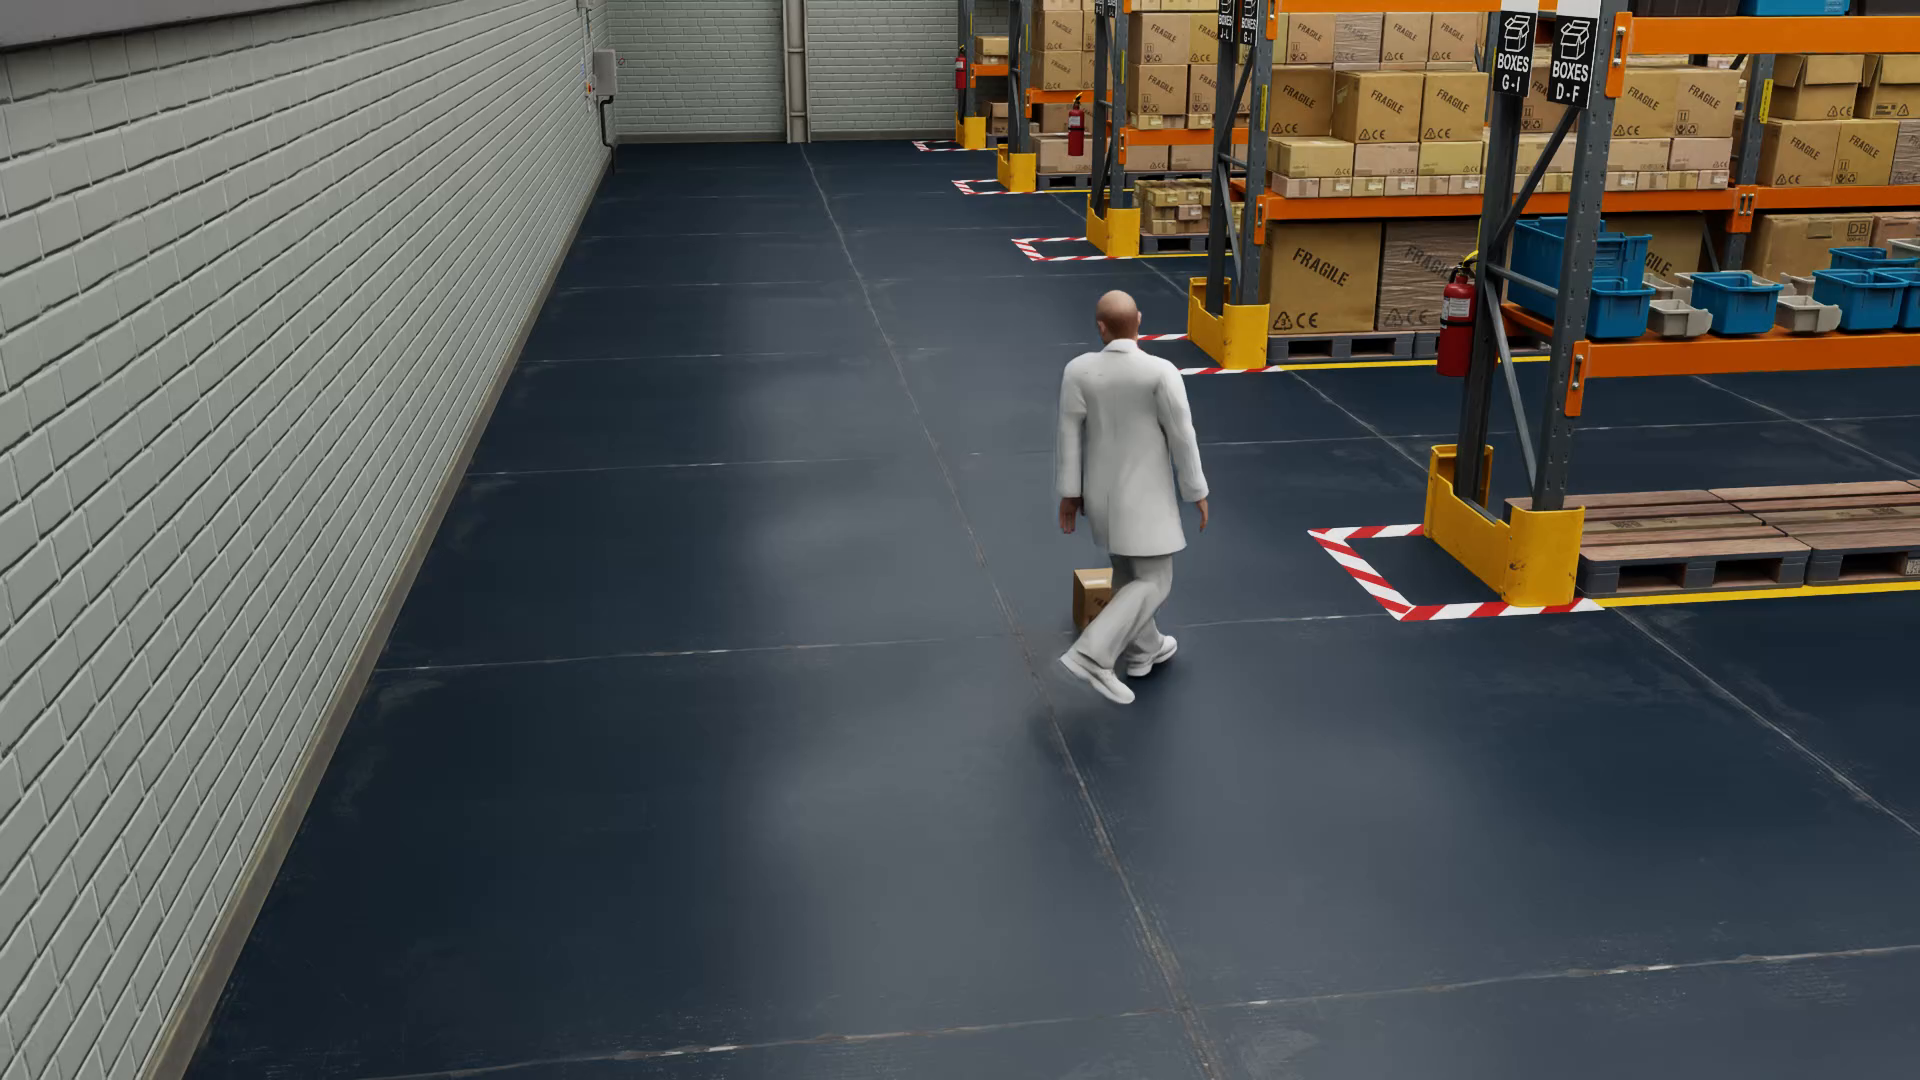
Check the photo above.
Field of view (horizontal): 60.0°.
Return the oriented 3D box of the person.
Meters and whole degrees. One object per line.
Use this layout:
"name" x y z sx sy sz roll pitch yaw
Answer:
"person" 0.729 -0.180 7.098 0.628 1.752 0.911 15 24 35
